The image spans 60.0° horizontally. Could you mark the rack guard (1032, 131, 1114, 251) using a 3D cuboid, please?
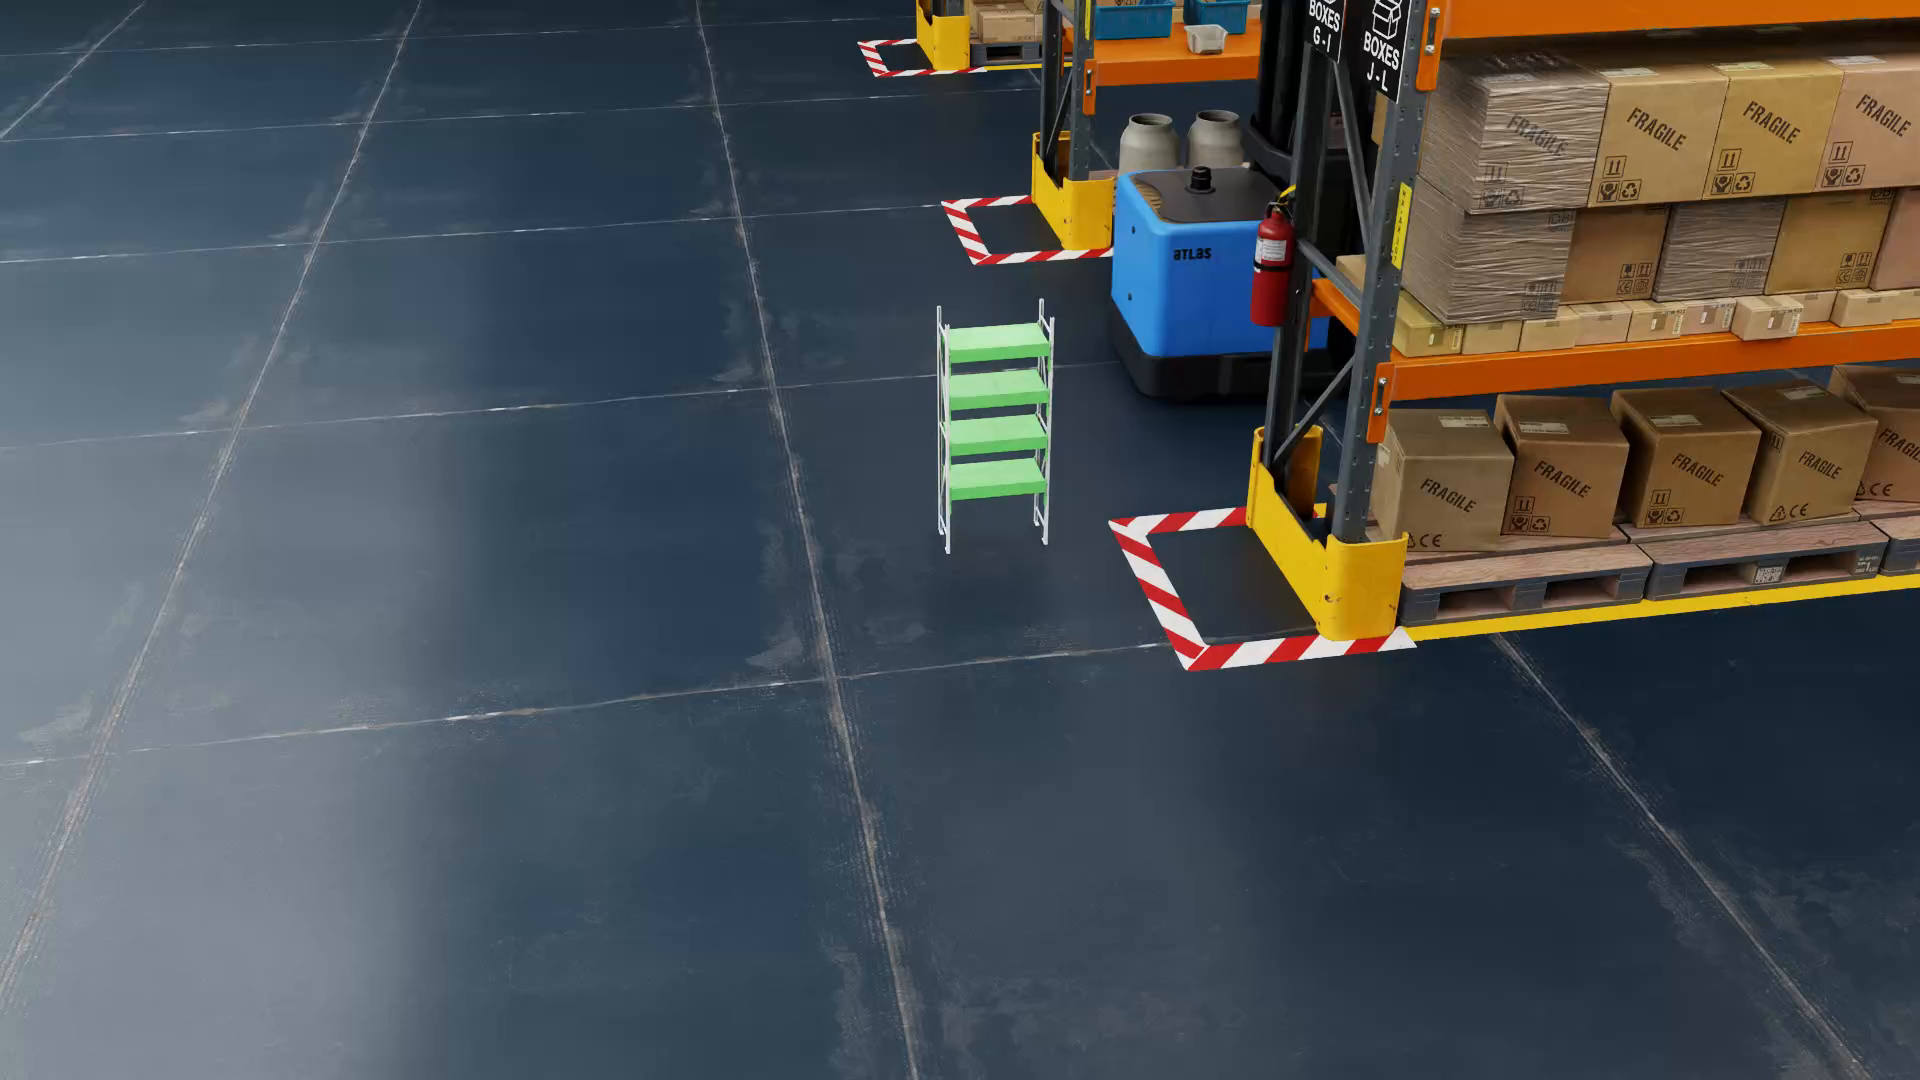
[{"bbox_3d":[0.808,-2.555,12.101,0.348,0.500,1.175,-5,31,-9],"label":"rack guard"}]

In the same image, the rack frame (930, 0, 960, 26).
[{"bbox_3d":[-0.147,-6.072,15.617,0.127,3.000,1.000,-5,31,-9],"label":"rack frame"}]

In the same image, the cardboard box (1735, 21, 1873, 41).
[{"bbox_3d":[3.607,-2.042,7.386,0.500,0.500,0.500,-5,31,-9],"label":"cardboard box"}]

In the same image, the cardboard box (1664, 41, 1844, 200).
[{"bbox_3d":[3.209,-1.737,6.867,0.500,0.500,0.500,-5,31,-9],"label":"cardboard box"}]

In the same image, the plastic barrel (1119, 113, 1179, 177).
[{"bbox_3d":[1.375,-2.808,12.107,0.421,0.512,0.421,0,30,0],"label":"plastic barrel"}]

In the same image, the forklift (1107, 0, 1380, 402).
[{"bbox_3d":[2.472,-2.383,9.411,3.031,2.935,1.130,-4,31,-7],"label":"forklift"}]

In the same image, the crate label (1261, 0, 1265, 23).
[{"bbox_3d":[2.504,-3.920,11.922,0.616,0.435,0.502,-5,31,-9],"label":"crate label"}]

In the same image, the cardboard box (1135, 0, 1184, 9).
[{"bbox_3d":[1.897,-5.464,16.142,0.500,0.500,0.500,-5,31,-9],"label":"cardboard box"}]

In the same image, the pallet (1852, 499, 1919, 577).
[{"bbox_3d":[4.914,-0.216,8.410,1.213,0.211,1.003,-5,31,-9],"label":"pallet"}]

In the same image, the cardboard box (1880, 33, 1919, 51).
[{"bbox_3d":[4.192,-1.830,7.024,0.500,0.500,0.500,-5,31,-9],"label":"cardboard box"}]

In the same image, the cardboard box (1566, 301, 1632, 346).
[{"bbox_3d":[2.697,-0.993,7.227,0.250,0.149,0.380,-5,31,-9],"label":"cardboard box"}]

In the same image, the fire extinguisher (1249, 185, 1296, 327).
[{"bbox_3d":[1.438,-1.318,7.609,0.183,0.674,0.296,-5,31,-9],"label":"fire extinguisher"}]

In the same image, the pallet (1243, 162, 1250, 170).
[{"bbox_3d":[2.806,-2.611,12.482,1.213,0.211,1.003,-5,31,-9],"label":"pallet"}]

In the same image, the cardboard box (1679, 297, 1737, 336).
[{"bbox_3d":[3.186,-1.048,7.322,0.250,0.149,0.380,-5,31,-9],"label":"cardboard box"}]

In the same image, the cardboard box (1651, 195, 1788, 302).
[{"bbox_3d":[3.150,-1.470,7.398,0.500,0.500,0.875,-5,31,-9],"label":"cardboard box"}]

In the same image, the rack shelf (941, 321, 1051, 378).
[{"bbox_3d":[0.163,-0.891,7.761,0.480,0.148,0.258,-5,31,-9],"label":"rack shelf"}]

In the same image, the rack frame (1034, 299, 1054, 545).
[{"bbox_3d":[0.403,-0.555,8.009,0.015,1.200,0.240,-5,31,-9],"label":"rack frame"}]

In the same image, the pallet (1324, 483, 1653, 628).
[{"bbox_3d":[2.514,0.006,8.031,1.213,0.211,1.003,-5,31,-9],"label":"pallet"}]

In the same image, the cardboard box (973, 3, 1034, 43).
[{"bbox_3d":[0.421,-5.005,16.102,0.500,0.250,0.500,-5,31,-9],"label":"cardboard box"}]

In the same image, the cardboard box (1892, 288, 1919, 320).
[{"bbox_3d":[4.172,-1.133,7.466,0.250,0.149,0.380,-5,31,-9],"label":"cardboard box"}]

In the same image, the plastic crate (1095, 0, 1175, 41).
[{"bbox_3d":[1.180,-3.732,11.785,0.616,0.251,0.499,-5,31,-9],"label":"plastic crate"}]

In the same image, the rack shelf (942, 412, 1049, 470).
[{"bbox_3d":[0.163,-0.477,8.004,0.480,0.148,0.258,-5,31,-9],"label":"rack shelf"}]

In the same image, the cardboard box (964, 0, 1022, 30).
[{"bbox_3d":[0.328,-5.264,16.541,0.500,0.250,0.500,-5,31,-9],"label":"cardboard box"}]

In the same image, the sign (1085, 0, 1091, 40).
[{"bbox_3d":[0.837,-3.446,10.879,0.005,0.325,0.100,-5,31,-9],"label":"sign"}]

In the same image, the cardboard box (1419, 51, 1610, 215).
[{"bbox_3d":[2.224,-1.649,6.716,0.500,0.500,0.500,-5,31,-9],"label":"cardboard box"}]

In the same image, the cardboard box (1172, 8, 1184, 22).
[{"bbox_3d":[1.897,-5.142,16.333,0.500,0.250,0.500,-5,31,-9],"label":"cardboard box"}]

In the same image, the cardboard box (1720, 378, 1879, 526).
[{"bbox_3d":[4.009,-0.432,8.078,0.500,0.500,0.500,-8,31,-13],"label":"cardboard box"}]

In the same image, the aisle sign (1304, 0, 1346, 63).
[{"bbox_3d":[1.519,-2.397,6.802,0.004,0.787,0.394,-5,31,-9],"label":"aisle sign"}]

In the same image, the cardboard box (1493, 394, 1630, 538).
[{"bbox_3d":[2.833,-0.356,7.948,0.500,0.500,0.500,2,31,4],"label":"cardboard box"}]

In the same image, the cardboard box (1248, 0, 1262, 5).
[{"bbox_3d":[2.877,-5.565,16.313,0.500,0.500,0.500,-5,31,-9],"label":"cardboard box"}]

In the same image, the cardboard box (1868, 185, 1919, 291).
[{"bbox_3d":[4.143,-1.534,7.508,0.500,0.500,0.875,-5,31,-9],"label":"cardboard box"}]

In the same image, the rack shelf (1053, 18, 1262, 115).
[{"bbox_3d":[2.709,-3.474,11.909,4.000,0.370,1.077,-5,31,-9],"label":"rack shelf"}]

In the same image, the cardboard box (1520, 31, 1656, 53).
[{"bbox_3d":[2.621,-1.956,7.239,0.500,0.500,0.500,-5,31,-9],"label":"cardboard box"}]

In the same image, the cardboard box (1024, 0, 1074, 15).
[{"bbox_3d":[0.912,-5.375,15.991,0.500,0.500,0.500,-5,31,-9],"label":"cardboard box"}]

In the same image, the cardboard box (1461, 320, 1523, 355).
[{"bbox_3d":[2.207,-0.944,7.144,0.250,0.149,0.380,-5,31,-9],"label":"cardboard box"}]

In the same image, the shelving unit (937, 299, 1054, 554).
[{"bbox_3d":[0.163,-0.532,7.972,0.503,1.200,0.258,-5,31,-9],"label":"shelving unit"}]

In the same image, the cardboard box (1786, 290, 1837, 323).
[{"bbox_3d":[3.672,-1.109,7.424,0.250,0.149,0.380,-5,31,-9],"label":"cardboard box"}]

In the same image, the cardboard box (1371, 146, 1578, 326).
[{"bbox_3d":[2.180,-1.340,7.178,0.500,0.500,0.875,-5,31,-9],"label":"cardboard box"}]

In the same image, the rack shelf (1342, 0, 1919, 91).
[{"bbox_3d":[3.601,-2.298,6.949,4.000,0.370,1.077,-5,31,-9],"label":"rack shelf"}]
